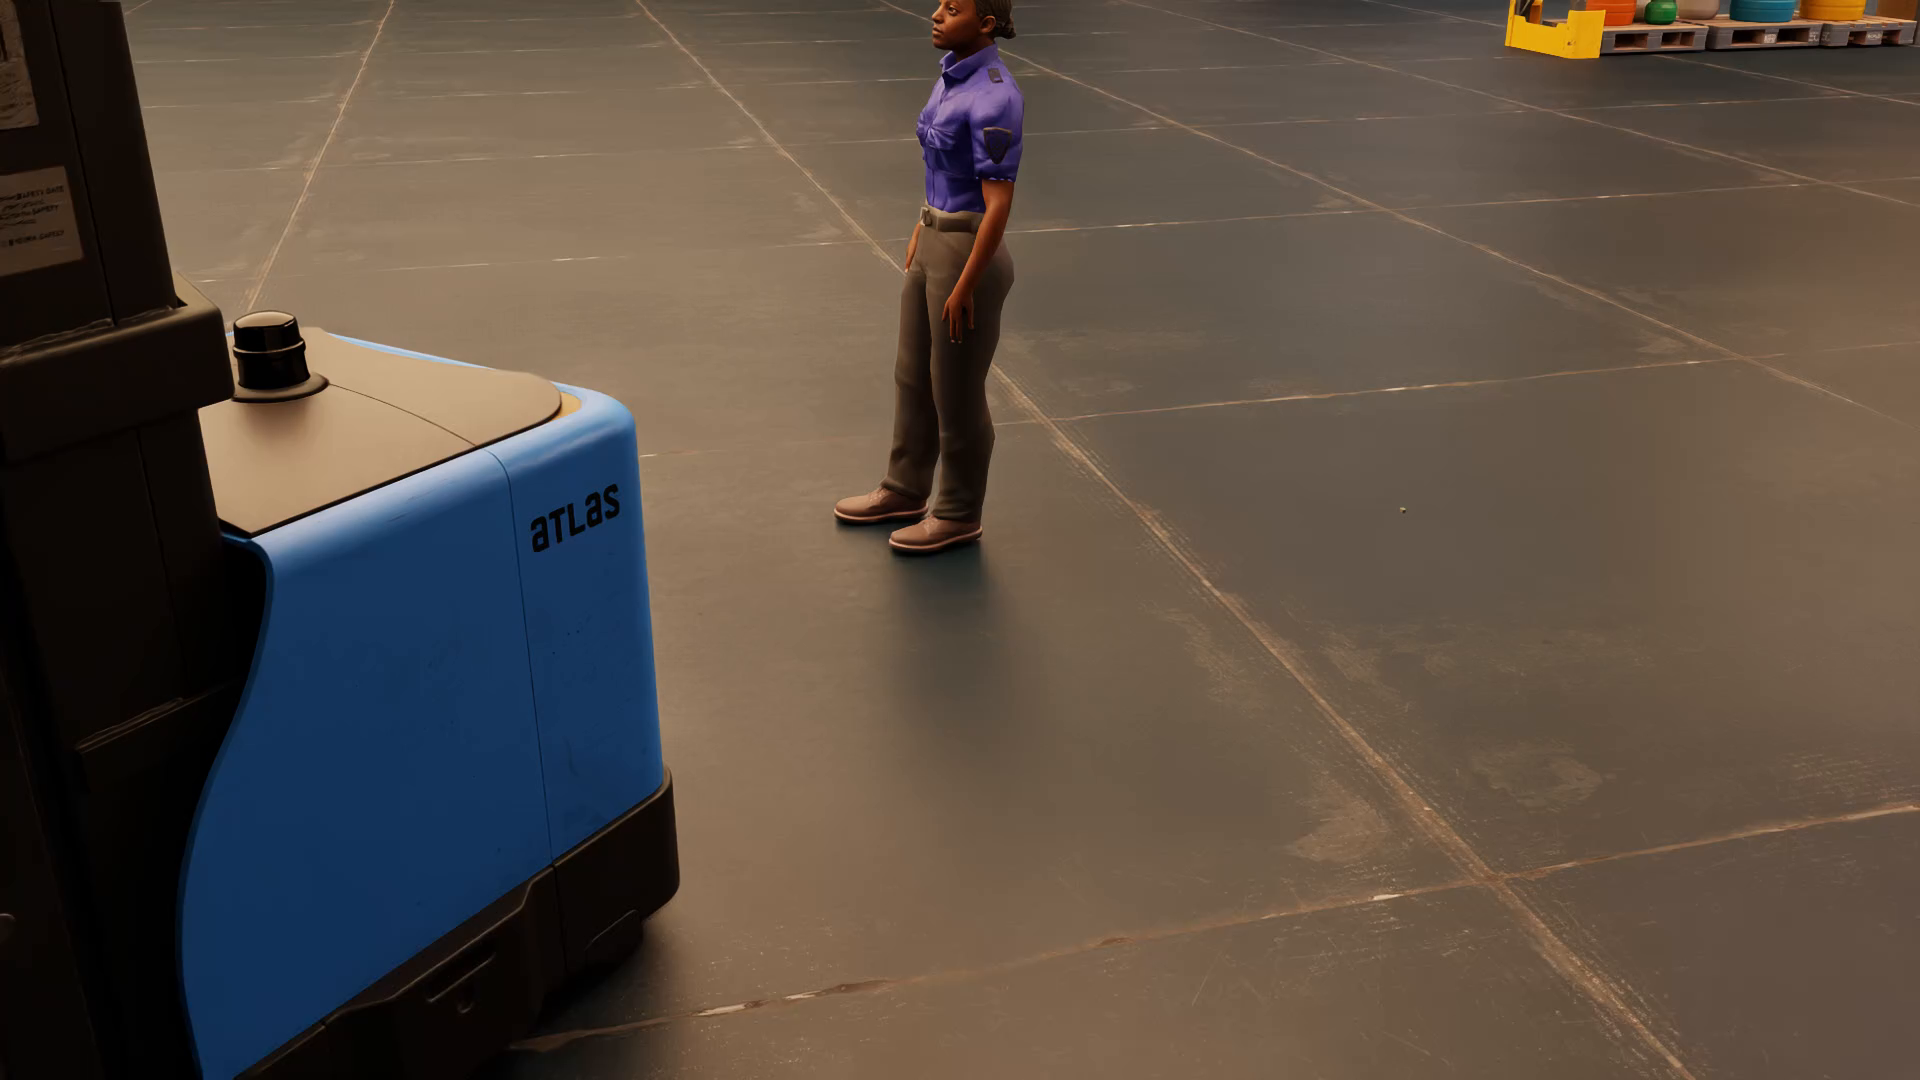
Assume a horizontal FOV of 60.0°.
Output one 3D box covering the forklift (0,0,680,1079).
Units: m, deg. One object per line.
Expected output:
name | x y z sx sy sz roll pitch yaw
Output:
forklift | -1.752 -0.218 1.822 1.130 2.935 3.031 14 27 29

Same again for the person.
person | -0.090 -0.766 4.723 0.504 1.654 0.569 -6 24 -14
